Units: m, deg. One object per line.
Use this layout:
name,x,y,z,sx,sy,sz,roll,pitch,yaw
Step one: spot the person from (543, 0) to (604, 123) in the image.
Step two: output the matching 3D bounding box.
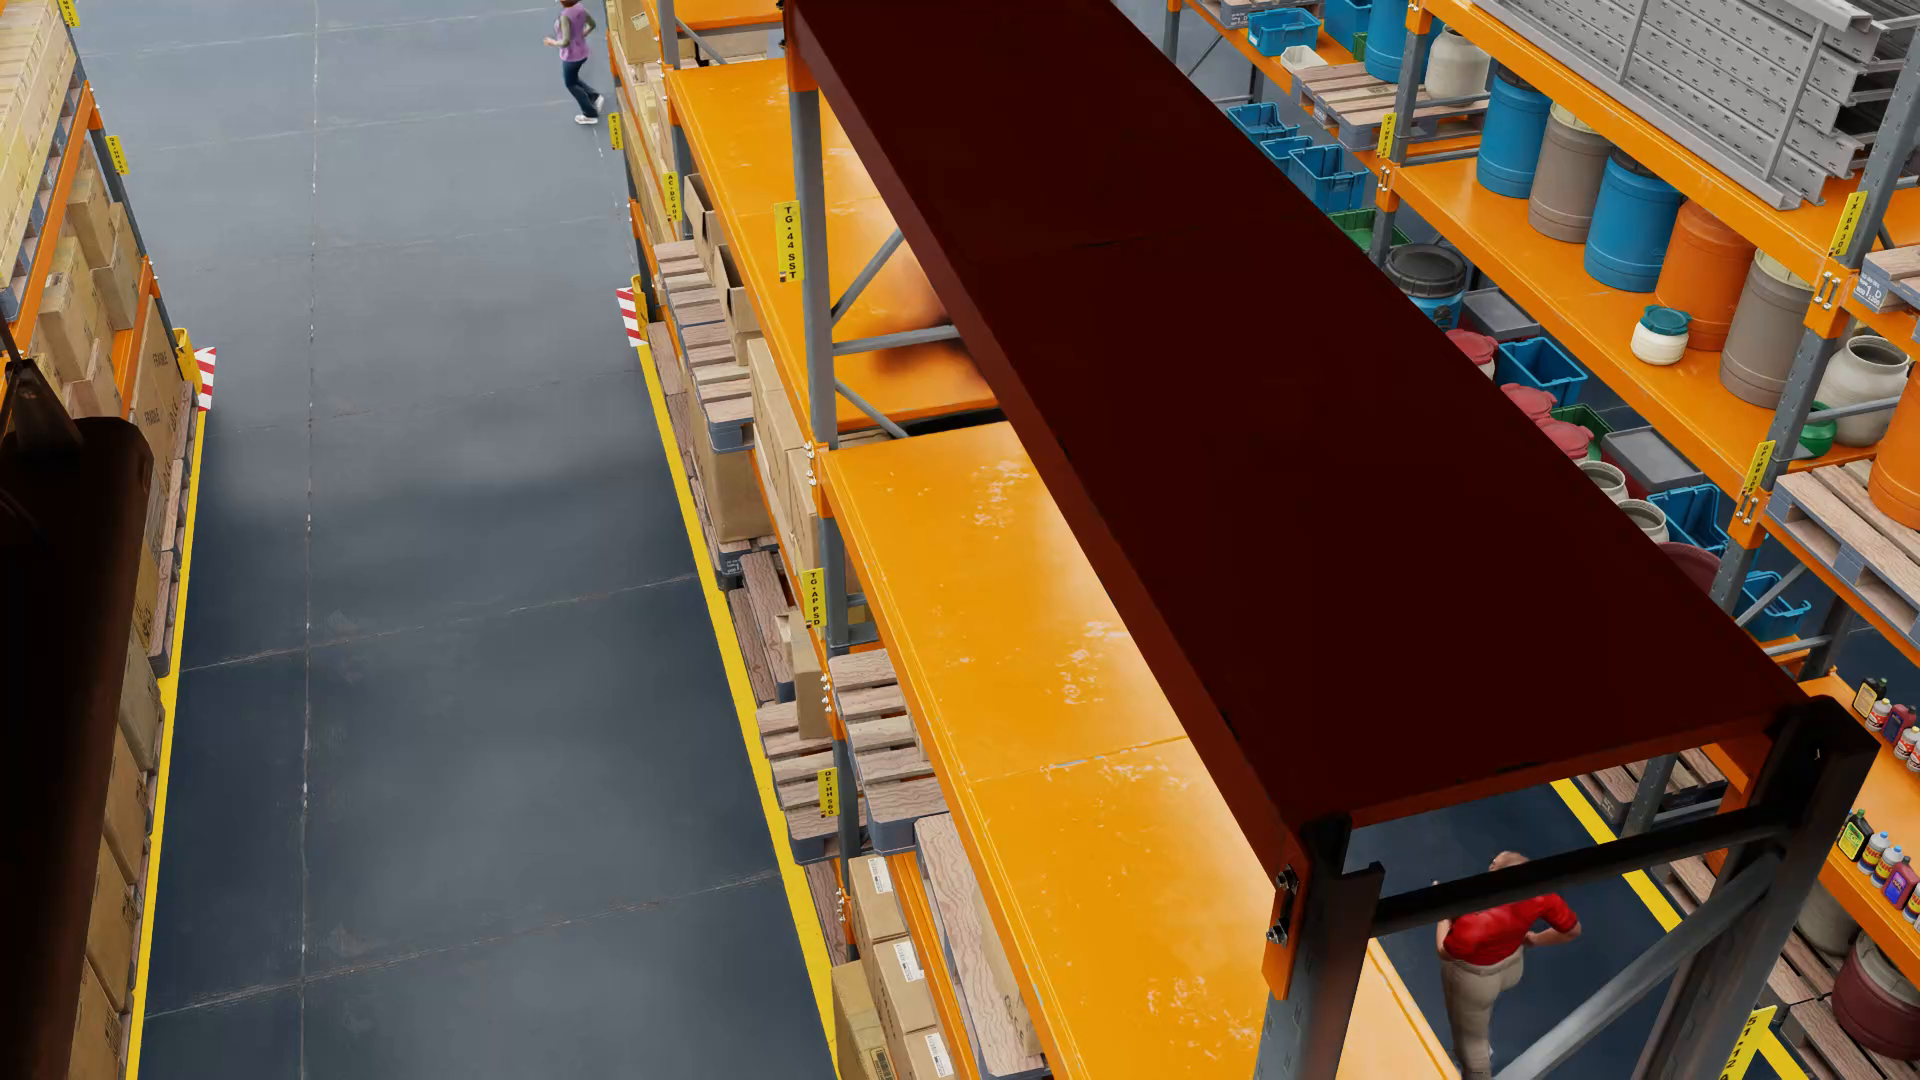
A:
person,-4.270,-5.346,18.312,0.542,1.554,0.531,11,40,13

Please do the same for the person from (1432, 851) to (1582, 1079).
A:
person,2.577,2.163,8.356,0.637,1.715,0.679,-22,43,-25
